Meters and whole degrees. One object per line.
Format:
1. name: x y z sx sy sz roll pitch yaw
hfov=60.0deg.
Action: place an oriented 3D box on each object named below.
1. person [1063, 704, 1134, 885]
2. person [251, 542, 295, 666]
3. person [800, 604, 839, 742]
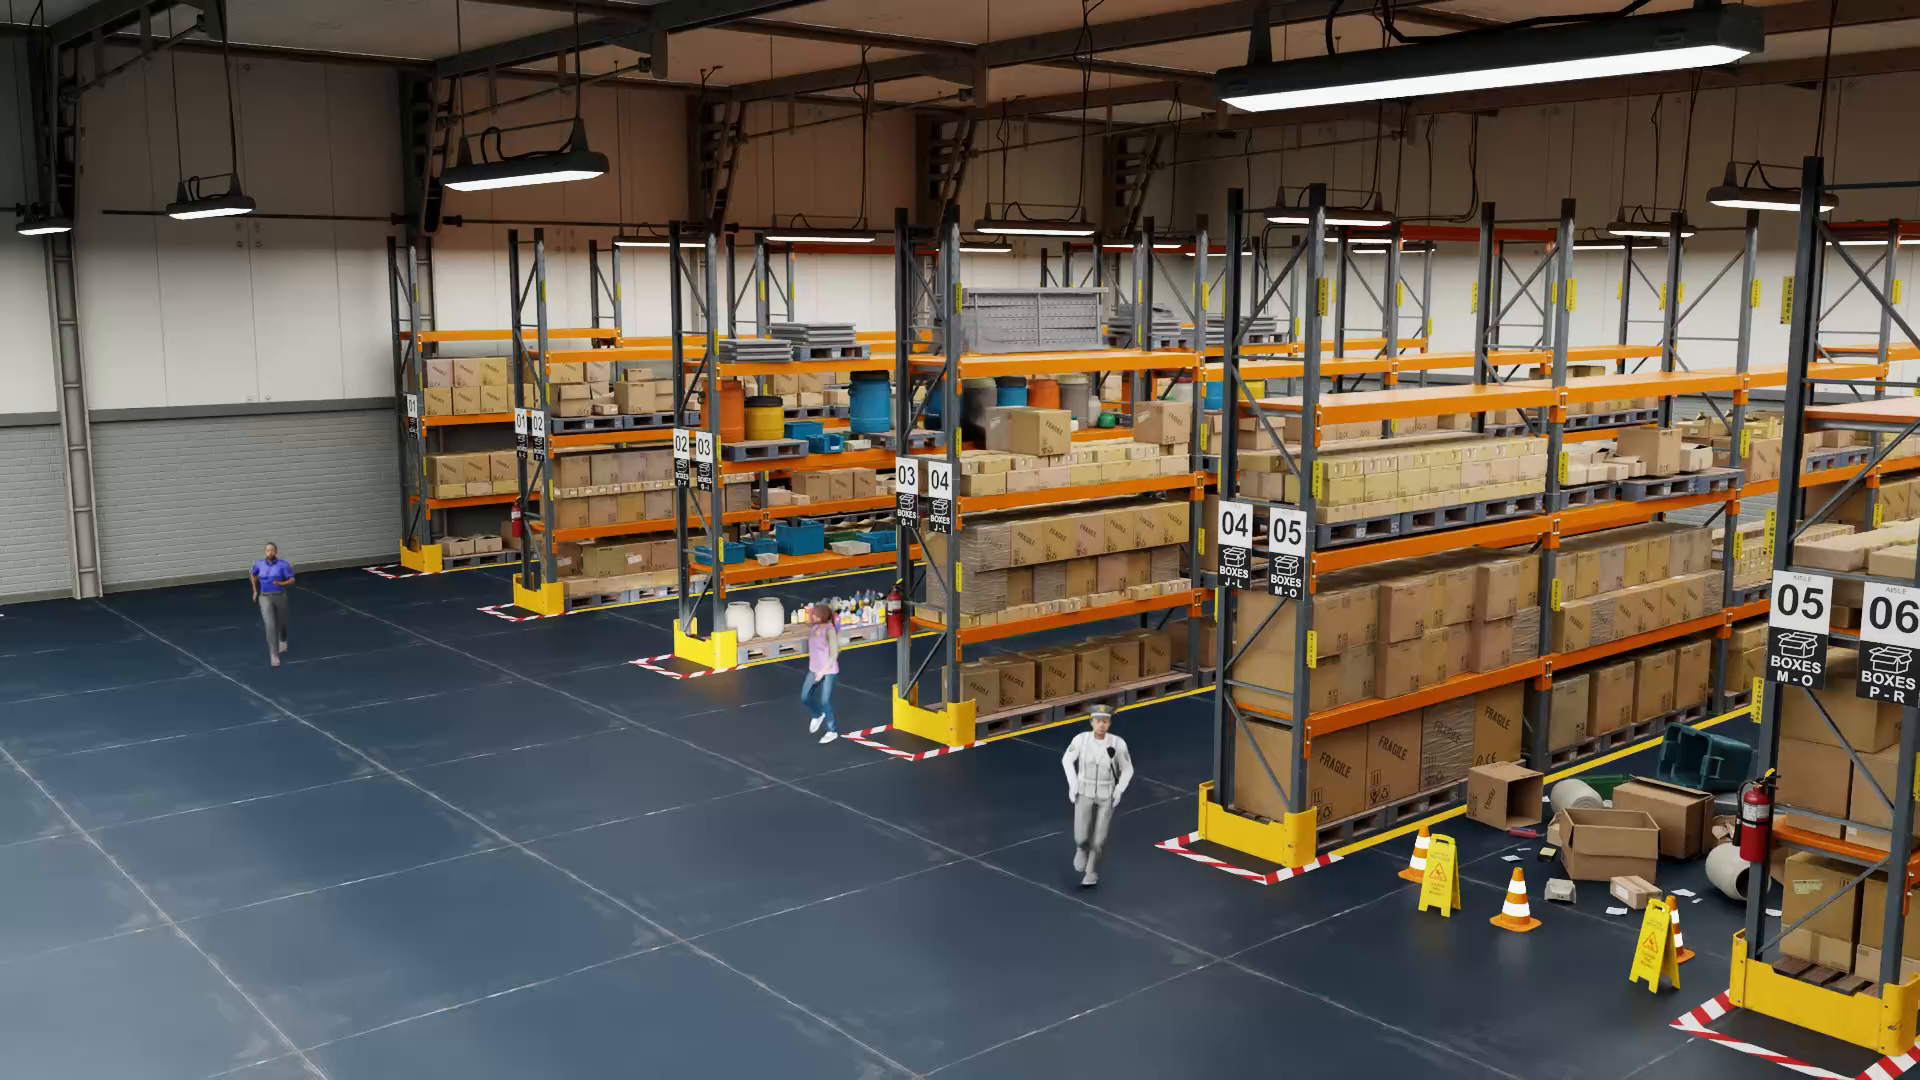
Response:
1. person: 1.180 2.186 14.284 0.618 1.630 0.518 1 9 7
2. person: -9.398 0.833 22.789 0.574 1.646 0.939 -3 9 -20
3. person: -1.588 1.506 18.878 0.521 1.574 0.459 6 11 34
